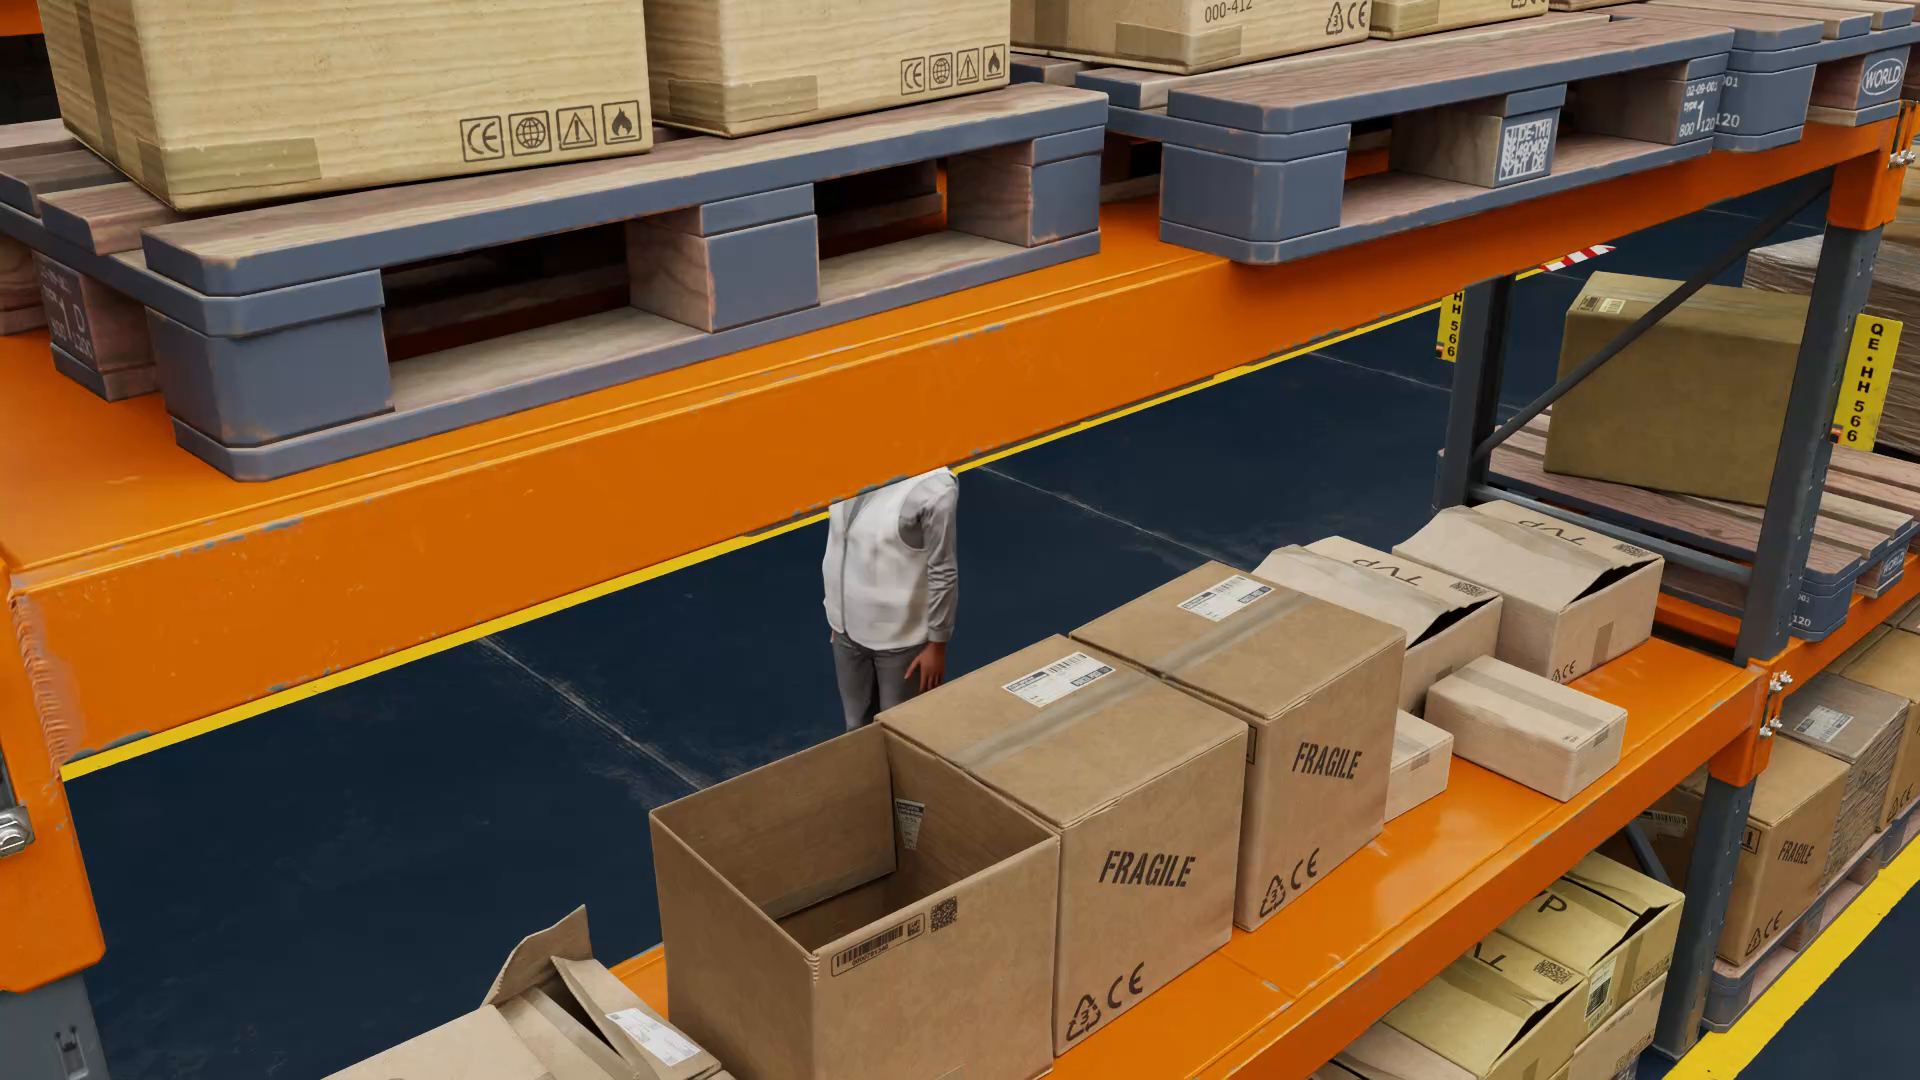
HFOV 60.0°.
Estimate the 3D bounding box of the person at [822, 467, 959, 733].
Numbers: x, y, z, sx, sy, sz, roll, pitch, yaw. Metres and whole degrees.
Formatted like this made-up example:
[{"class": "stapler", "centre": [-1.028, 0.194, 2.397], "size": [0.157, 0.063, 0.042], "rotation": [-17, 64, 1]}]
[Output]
[{"class": "person", "centre": [-0.254, 0.286, 5.413], "size": [0.397, 1.775, 0.536], "rotation": [-20, 31, -38]}]
